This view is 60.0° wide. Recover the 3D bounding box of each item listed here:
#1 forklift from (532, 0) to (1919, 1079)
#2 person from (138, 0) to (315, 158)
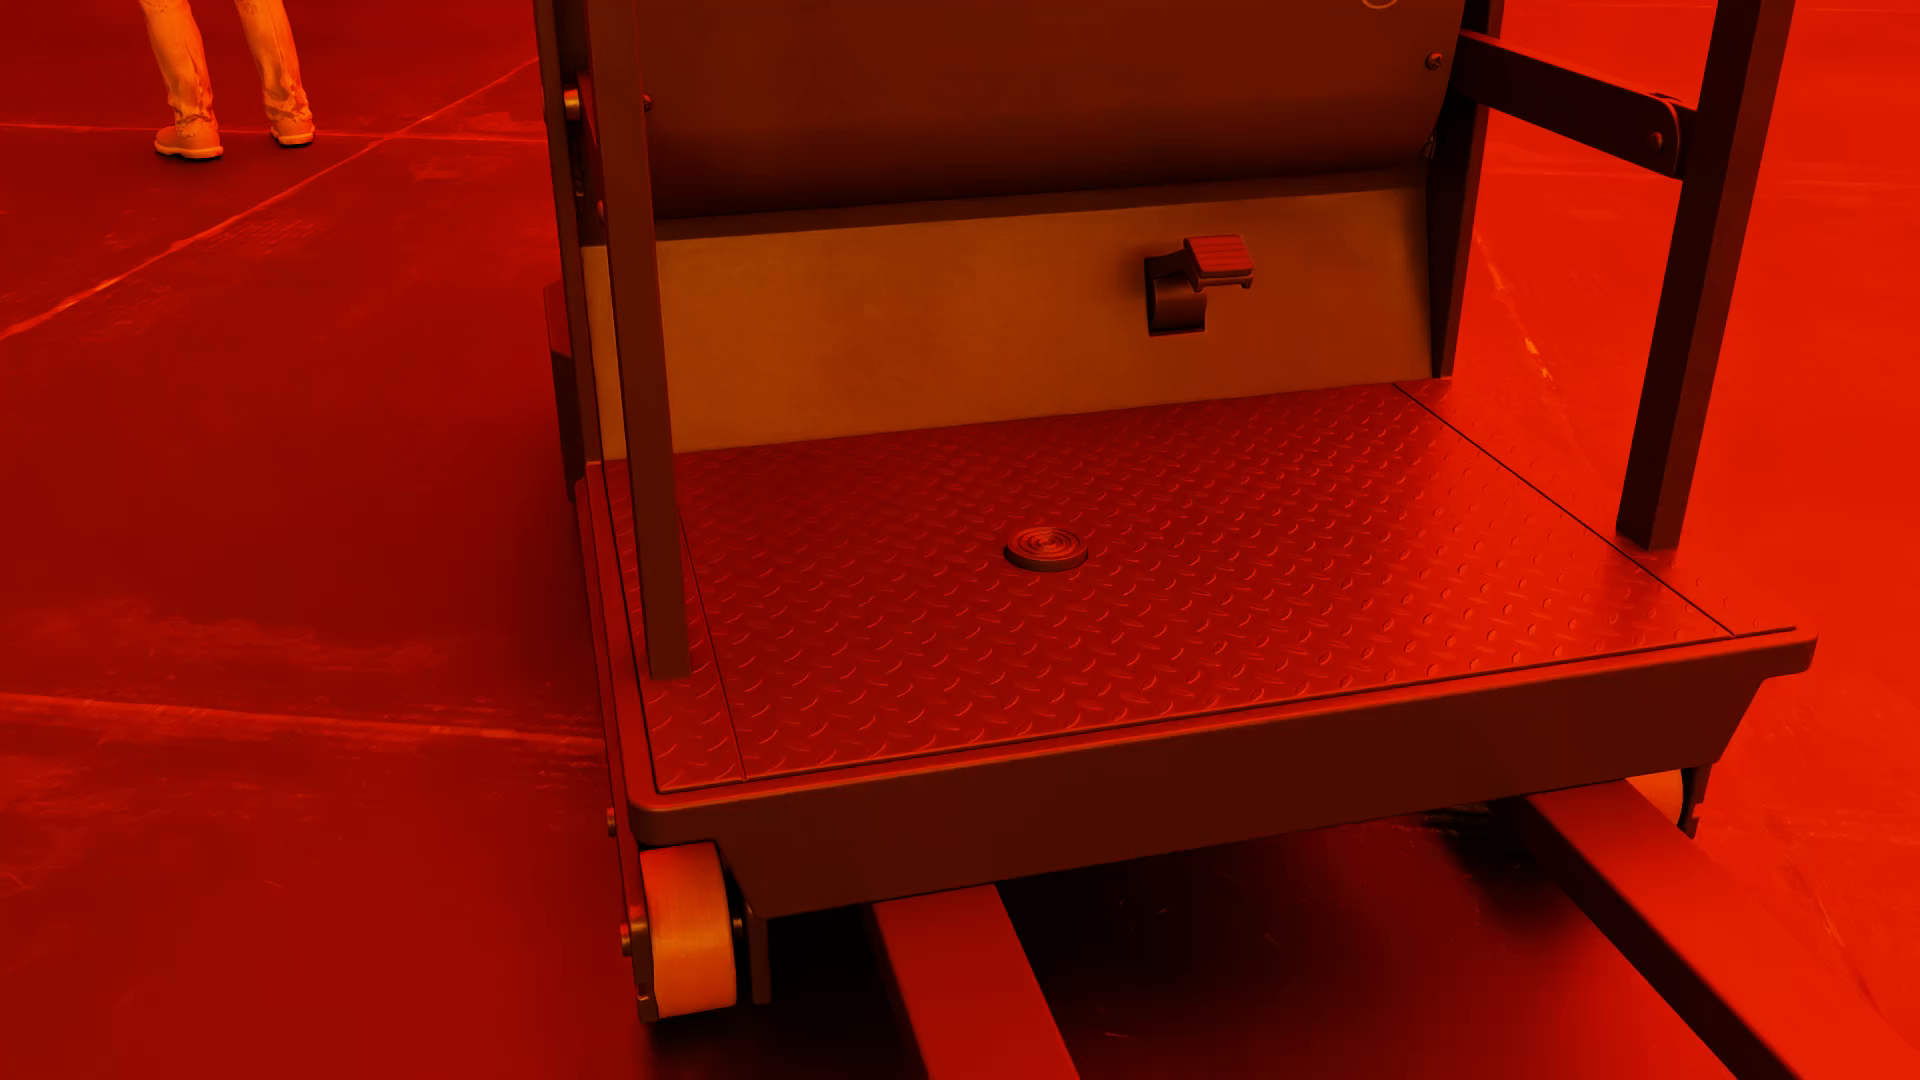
[{"bbox_3d":[0.153,-1.049,1.319,1.130,2.935,3.031,-7,27,-13],"label":"forklift"},{"bbox_3d":[-2.074,-1.853,4.351,0.547,1.666,0.371,-21,34,-36],"label":"person"}]
